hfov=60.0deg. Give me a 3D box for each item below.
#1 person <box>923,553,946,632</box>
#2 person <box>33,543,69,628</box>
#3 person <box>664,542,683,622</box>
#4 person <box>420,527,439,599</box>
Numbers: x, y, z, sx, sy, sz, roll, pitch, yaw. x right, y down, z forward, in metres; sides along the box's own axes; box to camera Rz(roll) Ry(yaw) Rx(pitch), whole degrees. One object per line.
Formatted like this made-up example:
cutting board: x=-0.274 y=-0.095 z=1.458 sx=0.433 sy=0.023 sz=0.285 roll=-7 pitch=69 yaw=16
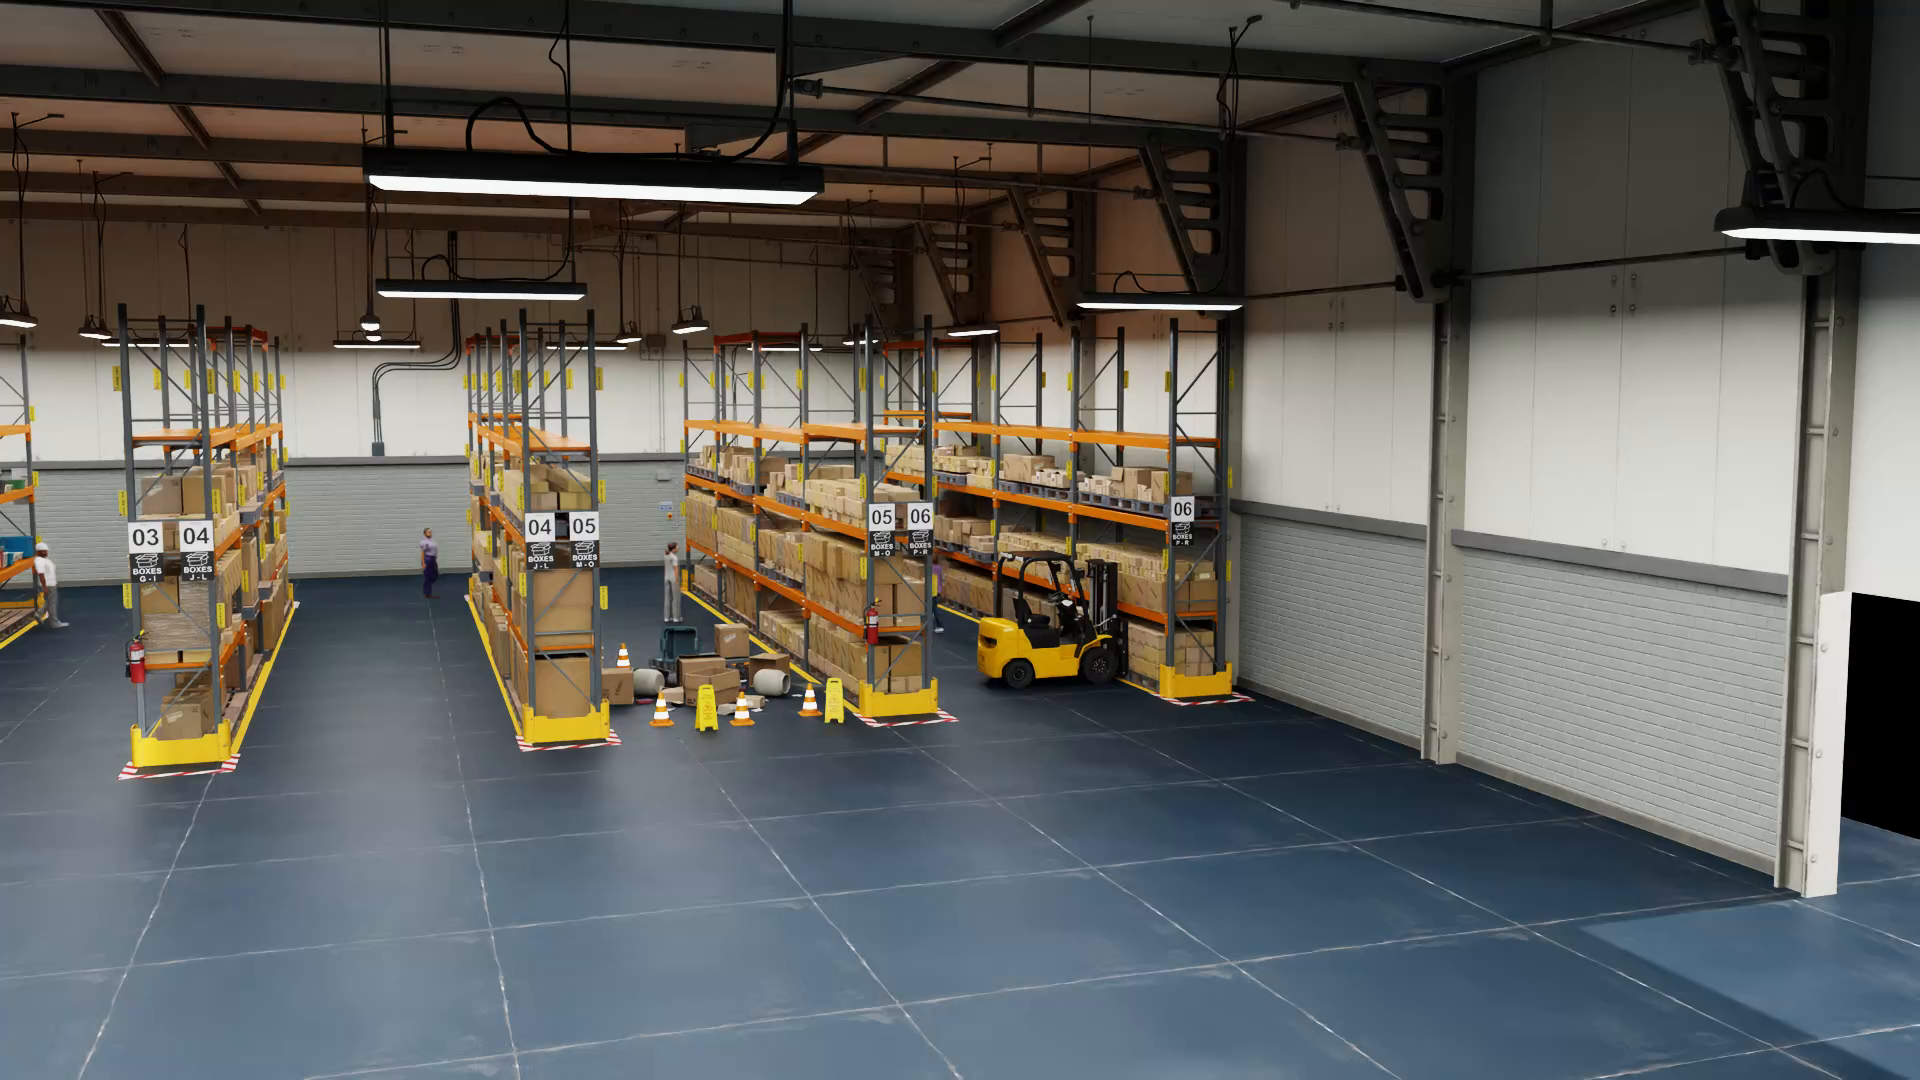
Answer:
person: x=-0.540 y=1.033 z=33.300 sx=0.416 sy=1.552 sz=0.832 roll=-3 pitch=6 yaw=-31
person: x=-18.476 y=0.924 z=33.759 sx=0.624 sy=1.757 sz=0.598 roll=-4 pitch=7 yaw=-36
person: x=-6.001 y=0.867 z=34.736 sx=0.470 sy=1.676 sz=0.354 roll=3 pitch=6 yaw=29
person: x=-12.306 y=0.523 z=38.539 sx=0.403 sy=1.659 sz=0.519 roll=0 pitch=5 yaw=-2
